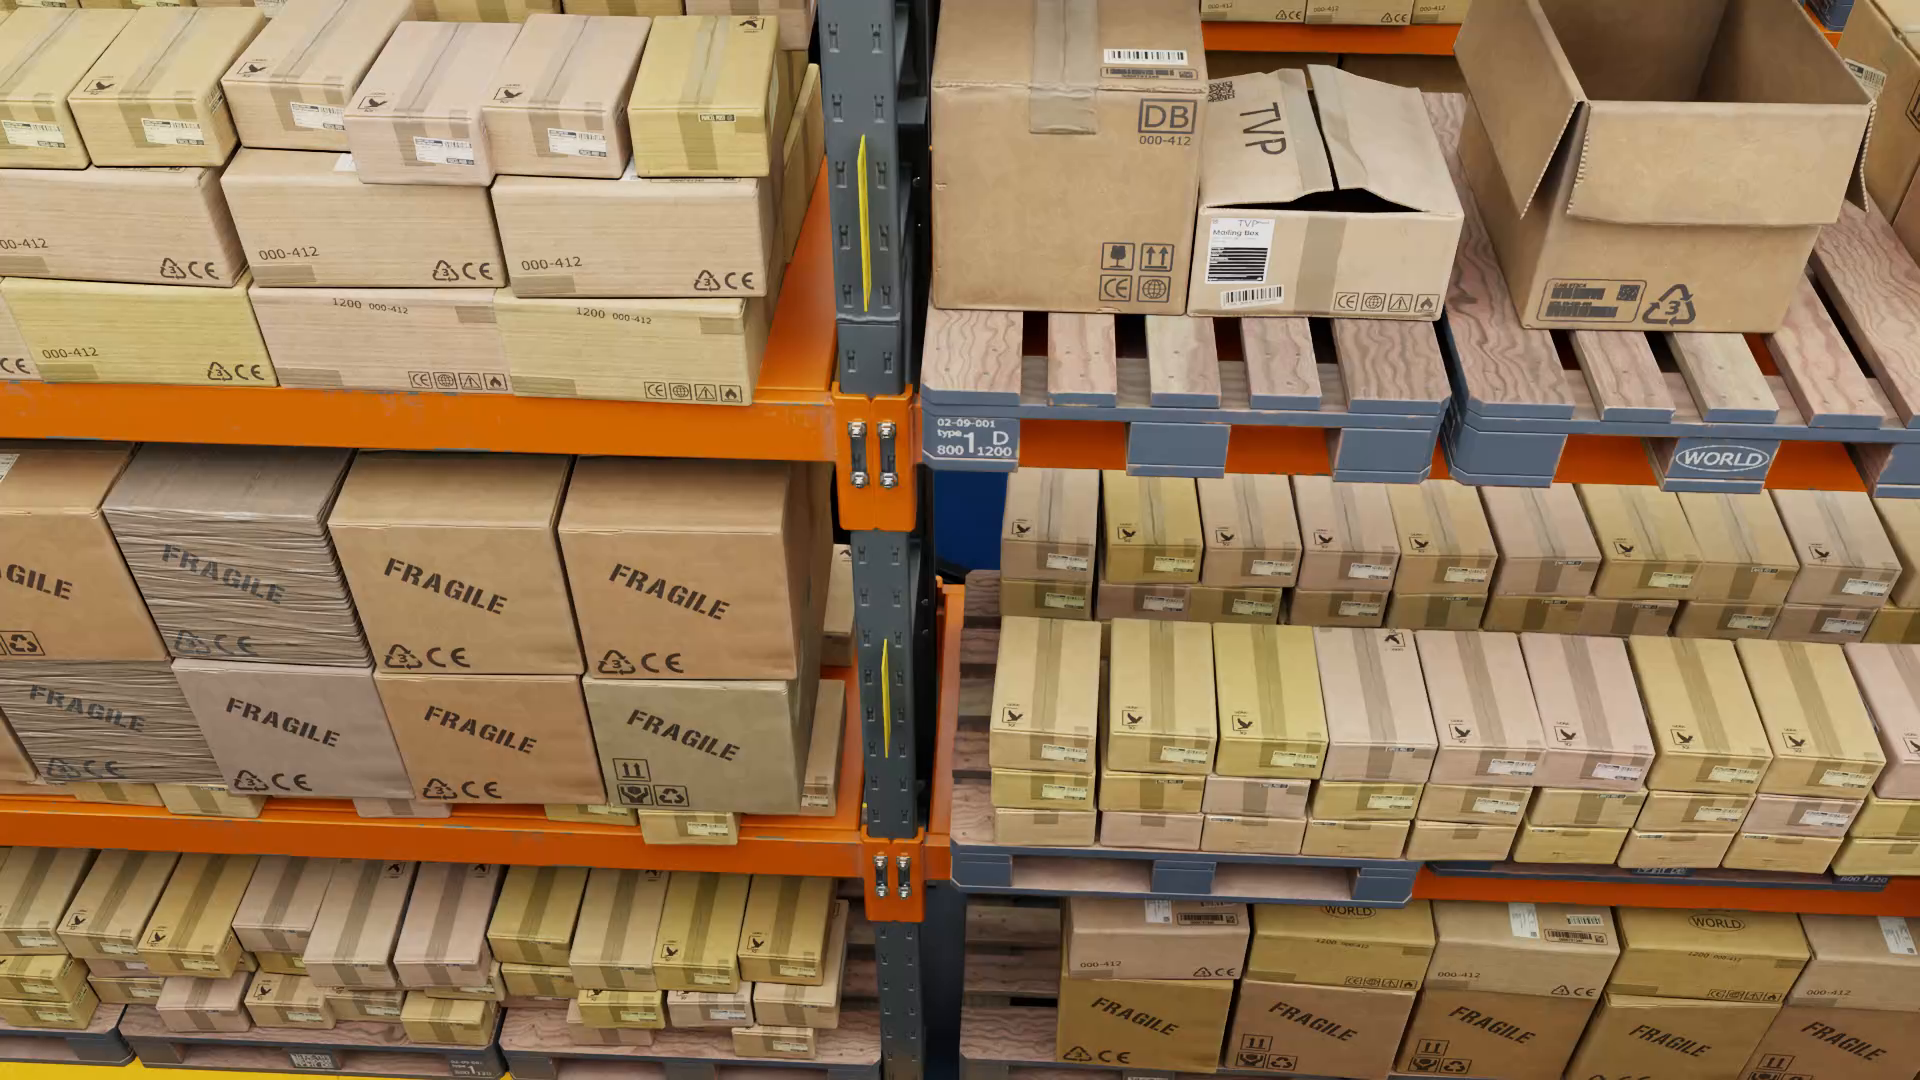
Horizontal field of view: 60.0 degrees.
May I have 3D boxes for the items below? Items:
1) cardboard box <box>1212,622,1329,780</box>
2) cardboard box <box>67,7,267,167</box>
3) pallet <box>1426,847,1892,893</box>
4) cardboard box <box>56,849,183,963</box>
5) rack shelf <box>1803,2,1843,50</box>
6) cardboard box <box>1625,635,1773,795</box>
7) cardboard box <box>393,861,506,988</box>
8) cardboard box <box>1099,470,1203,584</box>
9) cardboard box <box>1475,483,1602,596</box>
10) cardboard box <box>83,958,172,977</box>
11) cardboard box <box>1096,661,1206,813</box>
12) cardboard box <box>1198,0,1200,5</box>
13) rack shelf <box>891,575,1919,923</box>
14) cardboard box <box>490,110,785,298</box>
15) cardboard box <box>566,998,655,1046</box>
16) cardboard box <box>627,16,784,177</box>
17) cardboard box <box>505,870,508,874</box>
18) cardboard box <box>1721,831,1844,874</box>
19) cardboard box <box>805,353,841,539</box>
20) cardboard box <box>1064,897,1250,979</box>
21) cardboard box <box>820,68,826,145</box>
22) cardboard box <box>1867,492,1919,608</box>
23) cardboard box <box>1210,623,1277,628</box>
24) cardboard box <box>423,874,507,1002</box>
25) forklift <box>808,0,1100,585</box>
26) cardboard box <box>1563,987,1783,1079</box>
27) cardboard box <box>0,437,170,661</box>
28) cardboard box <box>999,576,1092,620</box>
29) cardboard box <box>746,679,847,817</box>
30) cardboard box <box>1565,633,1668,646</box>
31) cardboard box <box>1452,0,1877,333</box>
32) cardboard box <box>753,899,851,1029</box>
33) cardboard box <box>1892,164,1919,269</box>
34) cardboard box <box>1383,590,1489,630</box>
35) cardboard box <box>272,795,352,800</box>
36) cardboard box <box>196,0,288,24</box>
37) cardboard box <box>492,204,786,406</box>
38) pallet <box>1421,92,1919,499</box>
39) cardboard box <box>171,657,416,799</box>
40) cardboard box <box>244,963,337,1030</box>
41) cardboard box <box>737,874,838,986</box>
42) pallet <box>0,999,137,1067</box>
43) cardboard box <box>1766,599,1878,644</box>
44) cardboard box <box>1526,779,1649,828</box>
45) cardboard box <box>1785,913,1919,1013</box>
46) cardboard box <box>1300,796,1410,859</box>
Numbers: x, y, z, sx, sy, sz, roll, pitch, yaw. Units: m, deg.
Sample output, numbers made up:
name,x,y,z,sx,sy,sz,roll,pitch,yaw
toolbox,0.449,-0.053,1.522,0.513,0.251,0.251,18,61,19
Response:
name,x,y,z,sx,sy,sz,roll,pitch,yaw
cardboard box,0.747,0.389,4.071,0.250,0.149,0.380,2,43,2
cardboard box,-1.527,-0.892,3.257,0.250,0.149,0.380,0,43,0
pallet,1.856,0.490,4.665,1.213,0.211,1.003,2,43,2
cardboard box,-2.593,1.114,5.201,0.250,0.149,0.380,3,43,4
rack shelf,5.955,-2.597,8.365,4.000,0.370,1.077,2,43,2
cardboard box,1.774,0.420,4.038,0.250,0.149,0.380,3,43,3
cardboard box,-1.564,1.178,5.132,0.250,0.149,0.380,0,43,0
cardboard box,0.518,-0.063,4.557,0.250,0.149,0.380,1,43,1
cardboard box,1.551,-0.030,4.521,0.250,0.149,0.380,0,43,0
cardboard box,-2.604,1.198,5.329,0.250,0.149,0.380,0,43,0
cardboard box,0.471,0.491,4.180,0.250,0.149,0.380,1,43,1
cardboard box,0.906,-2.781,8.145,0.500,0.250,0.500,1,43,1
rack shelf,1.837,0.654,4.875,4.000,0.370,1.077,2,43,2
cardboard box,-0.633,-0.737,3.383,0.500,0.250,0.500,0,43,0
cardboard box,-1.090,1.410,5.319,0.250,0.149,0.380,0,43,0
cardboard box,-0.485,-0.865,3.228,0.250,0.149,0.380,0,43,0
cardboard box,-1.552,1.050,5.705,0.250,0.149,0.380,0,43,0
cardboard box,2.041,0.646,4.233,0.250,0.149,0.380,3,43,3
cardboard box,-0.600,-0.362,4.412,0.500,0.500,0.500,3,43,3
cardboard box,0.566,1.019,4.931,0.500,0.250,0.500,0,43,0
cardboard box,-0.661,-2.353,9.147,0.875,0.438,0.875,1,43,1
cardboard box,2.604,0.001,4.488,0.250,0.149,0.380,0,43,0
cardboard box,0.754,0.162,4.752,0.250,0.149,0.380,2,43,2
cardboard box,-1.530,1.252,5.271,0.250,0.149,0.380,3,43,3
forklift,-0.542,-1.348,6.547,3.031,2.935,1.130,21,47,21
cardboard box,2.119,1.347,5.129,0.500,0.500,0.500,0,43,0
cardboard box,-2.188,-0.054,4.083,0.500,0.500,0.500,1,43,1
cardboard box,0.246,0.037,4.668,0.250,0.149,0.380,3,43,3
cardboard box,-0.456,0.572,4.620,0.250,0.149,0.380,1,43,1
cardboard box,1.813,0.191,4.720,0.250,0.149,0.380,0,43,1
cardboard box,1.377,-0.823,3.348,0.637,0.503,0.797,1,43,1
cardboard box,-0.490,1.317,5.201,0.250,0.149,0.380,3,43,3
cardboard box,2.254,-0.551,3.367,0.500,0.500,0.500,2,43,2
cardboard box,1.290,0.068,4.635,0.250,0.149,0.380,0,43,0
cardboard box,-1.764,0.533,4.662,0.250,0.149,0.380,1,43,1
cardboard box,-1.481,-1.249,3.640,0.250,0.149,0.380,1,43,1
cardboard box,-0.663,-0.544,3.543,0.500,0.250,0.500,3,43,3
pallet,1.488,-0.578,3.607,1.003,0.211,1.213,2,43,2
cardboard box,-1.672,0.329,4.405,0.500,0.500,0.500,2,43,2
cardboard box,-2.102,1.369,5.364,0.250,0.149,0.380,2,43,2
cardboard box,-0.528,1.168,5.143,0.250,0.149,0.380,3,43,3
pallet,-3.271,1.278,5.723,1.213,0.211,1.003,2,43,2
cardboard box,2.323,0.102,4.598,0.250,0.149,0.380,2,43,2
cardboard box,1.523,0.521,4.148,0.250,0.149,0.380,1,43,1
cardboard box,2.635,1.088,4.857,0.500,0.250,0.500,2,43,3
cardboard box,0.990,0.616,4.264,0.250,0.149,0.380,2,43,2
